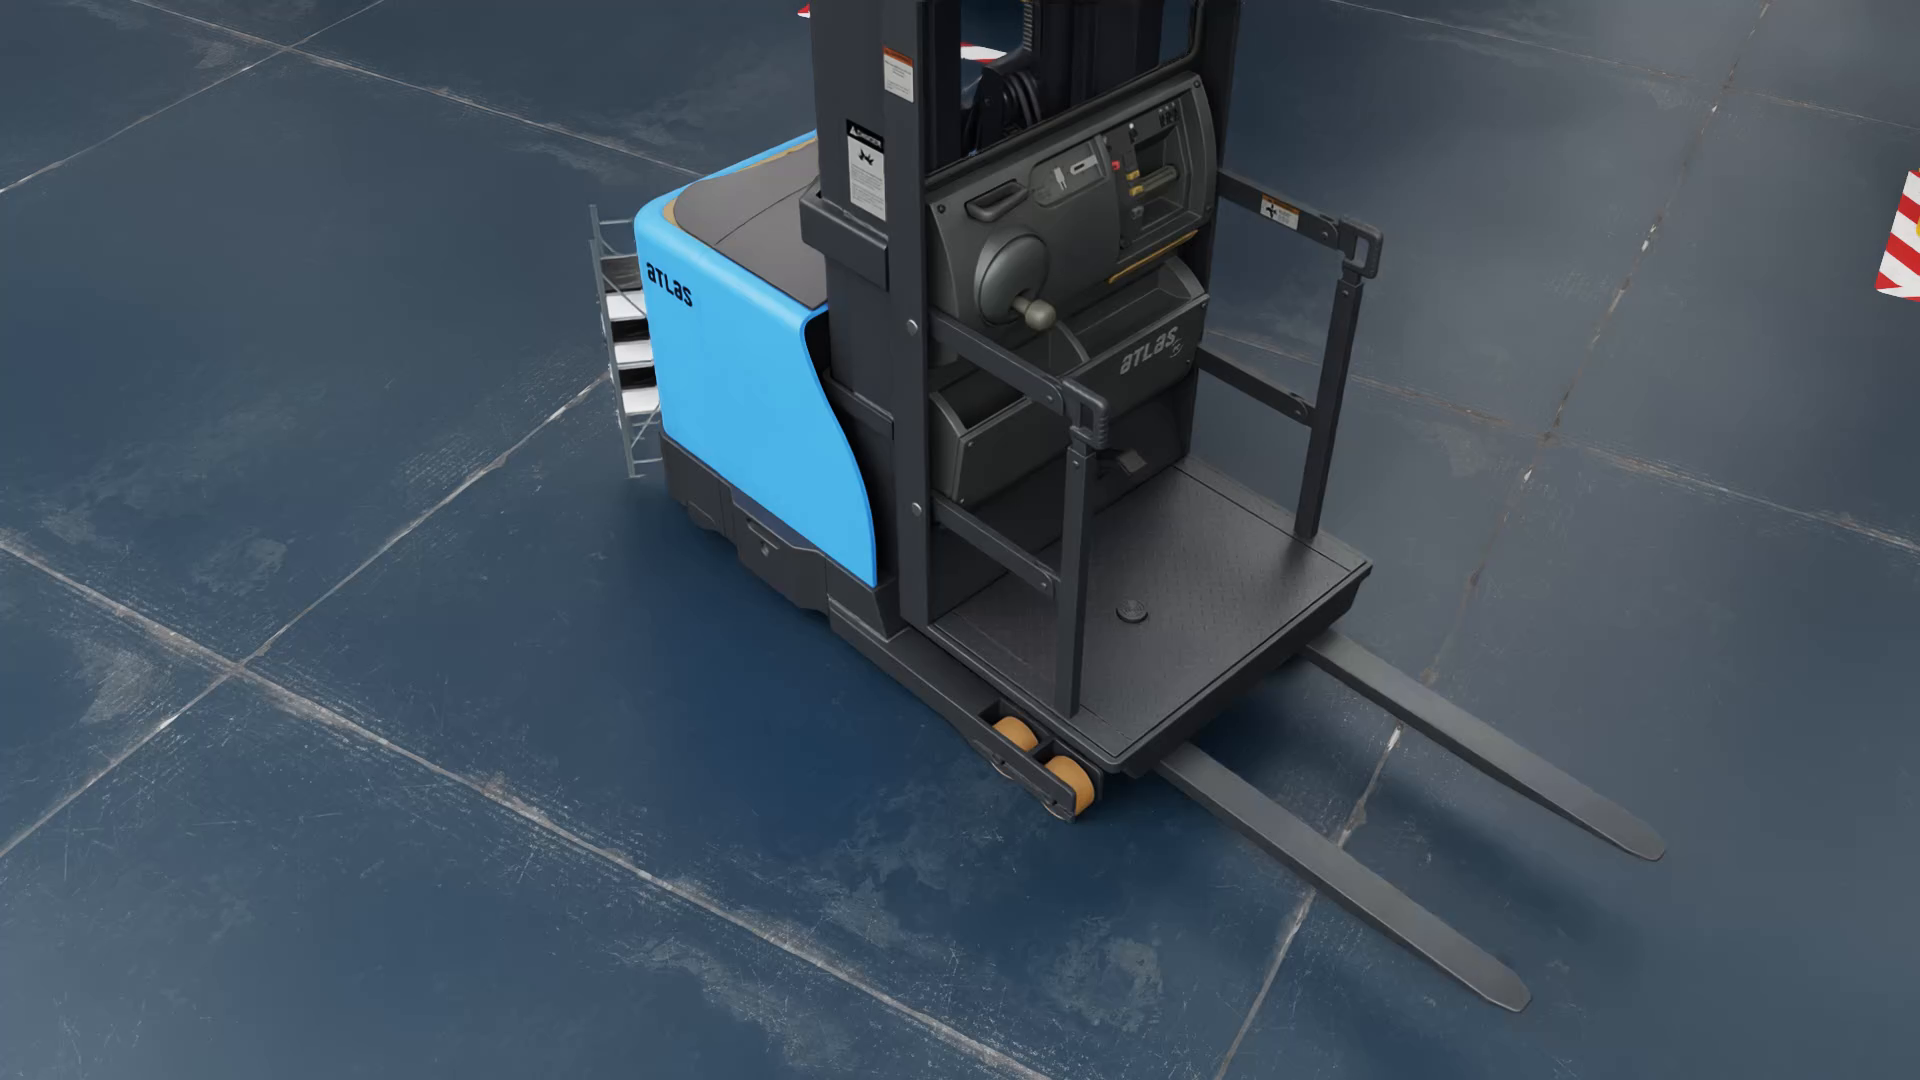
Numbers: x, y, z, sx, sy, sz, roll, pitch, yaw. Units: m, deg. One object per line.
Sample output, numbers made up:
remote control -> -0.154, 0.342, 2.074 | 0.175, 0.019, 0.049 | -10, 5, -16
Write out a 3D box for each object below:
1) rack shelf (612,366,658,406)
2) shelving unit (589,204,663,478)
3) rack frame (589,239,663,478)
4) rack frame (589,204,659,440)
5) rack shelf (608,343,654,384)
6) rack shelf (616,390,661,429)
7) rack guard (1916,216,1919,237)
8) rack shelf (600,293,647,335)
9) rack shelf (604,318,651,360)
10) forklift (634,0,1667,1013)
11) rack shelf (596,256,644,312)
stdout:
rack shelf -> -0.989, -0.531, 5.358 | 0.258, 0.077, 0.200 | -6, 42, -7
shelving unit -> -0.989, -0.624, 5.277 | 0.258, 0.900, 0.210 | -6, 42, -7
rack frame -> -0.972, -0.557, 5.202 | 0.240, 0.900, 0.006 | -6, 42, -7
rack frame -> -1.006, -0.690, 5.352 | 0.240, 0.900, 0.006 | -6, 42, -7
rack shelf -> -0.989, -0.599, 5.299 | 0.258, 0.077, 0.200 | -6, 42, -7
rack shelf -> -0.989, -0.463, 5.418 | 0.258, 0.077, 0.200 | -6, 42, -7
rack guard -> 4.387, -1.292, 6.339 | 1.175, 0.500, 0.348 | 21, 45, 22
rack shelf -> -0.989, -0.734, 5.180 | 0.258, 0.077, 0.200 | -6, 42, -7
rack shelf -> -0.989, -0.666, 5.240 | 0.258, 0.077, 0.200 | -6, 42, -7
forklift -> 0.441, -0.750, 3.884 | 1.130, 2.935, 3.031 | -32, 51, -31
rack shelf -> -0.989, -0.801, 5.121 | 0.258, 0.077, 0.200 | -6, 42, -7
